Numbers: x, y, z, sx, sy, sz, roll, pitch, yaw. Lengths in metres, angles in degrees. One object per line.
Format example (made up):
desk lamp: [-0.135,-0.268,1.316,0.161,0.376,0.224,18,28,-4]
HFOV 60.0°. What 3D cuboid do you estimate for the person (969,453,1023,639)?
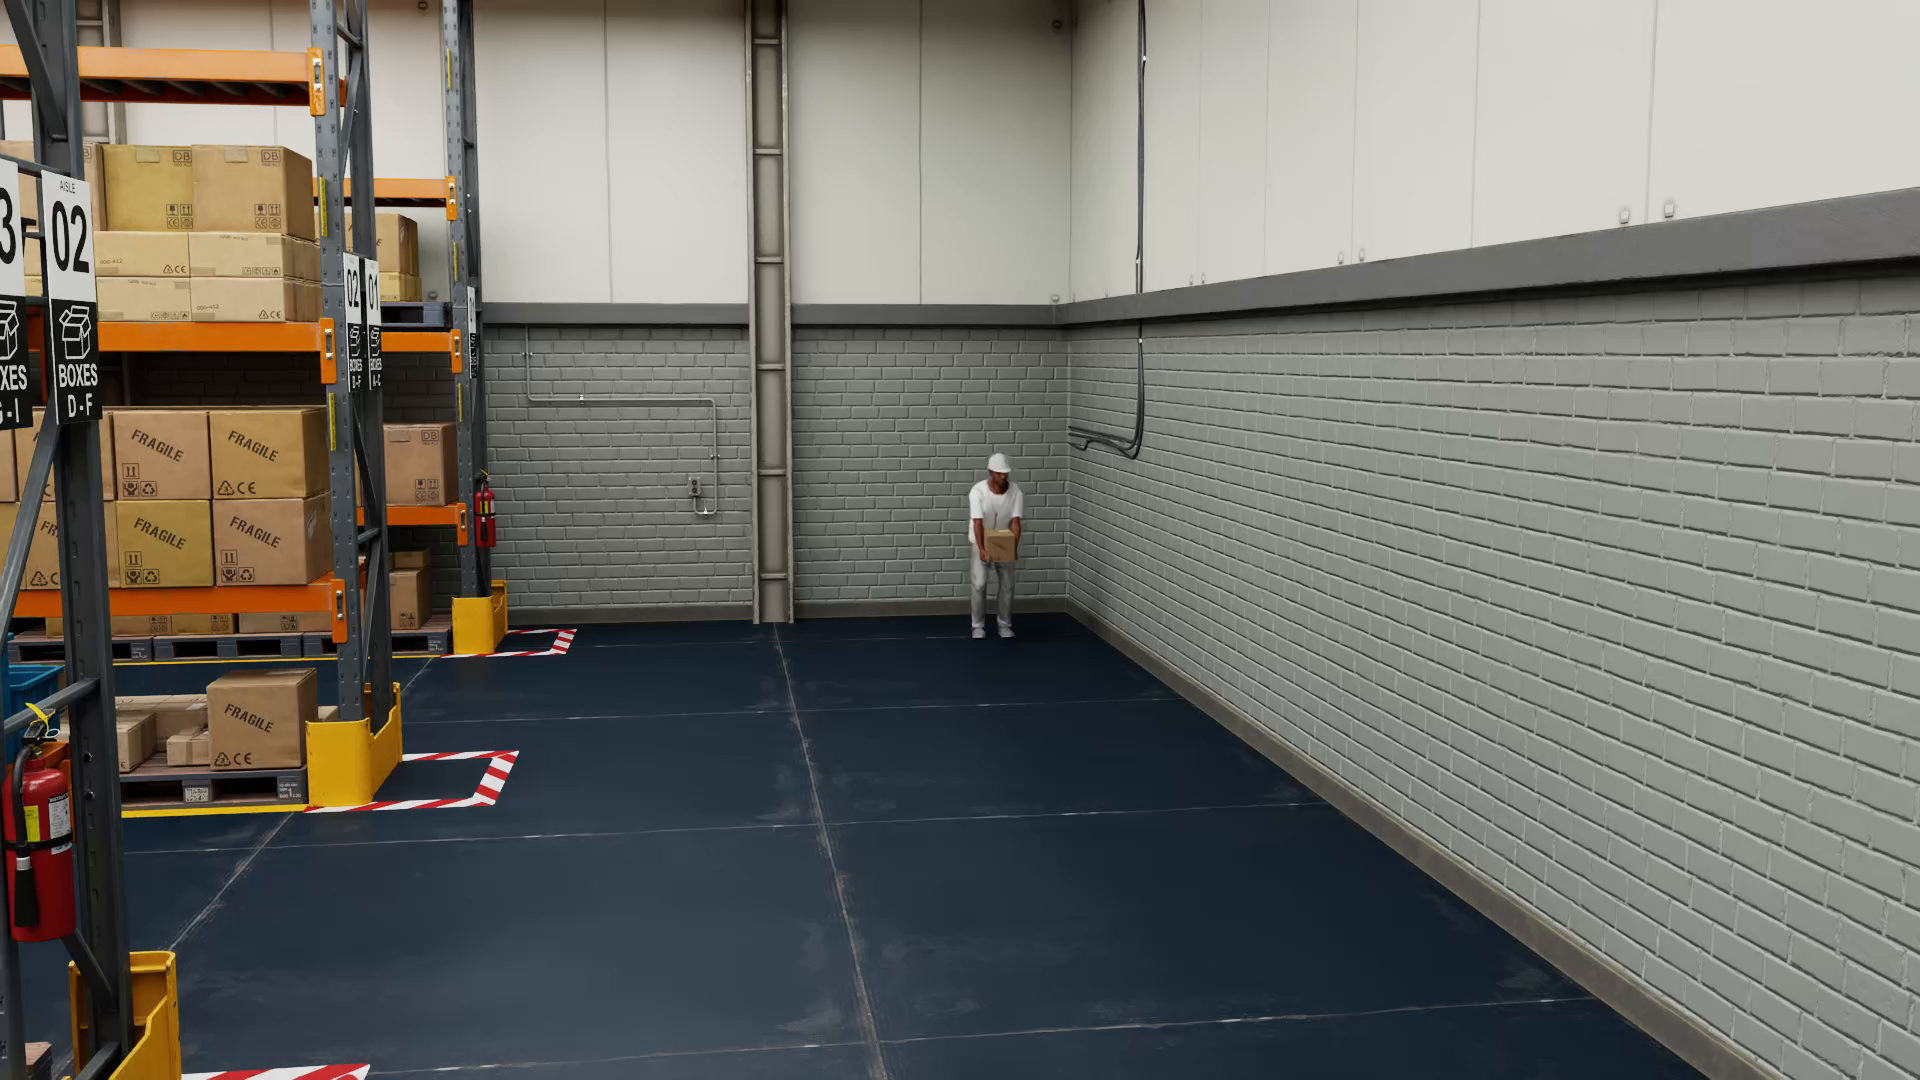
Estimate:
person: [0.334,0.056,15.311,0.498,1.719,0.607,-1,7,-10]
